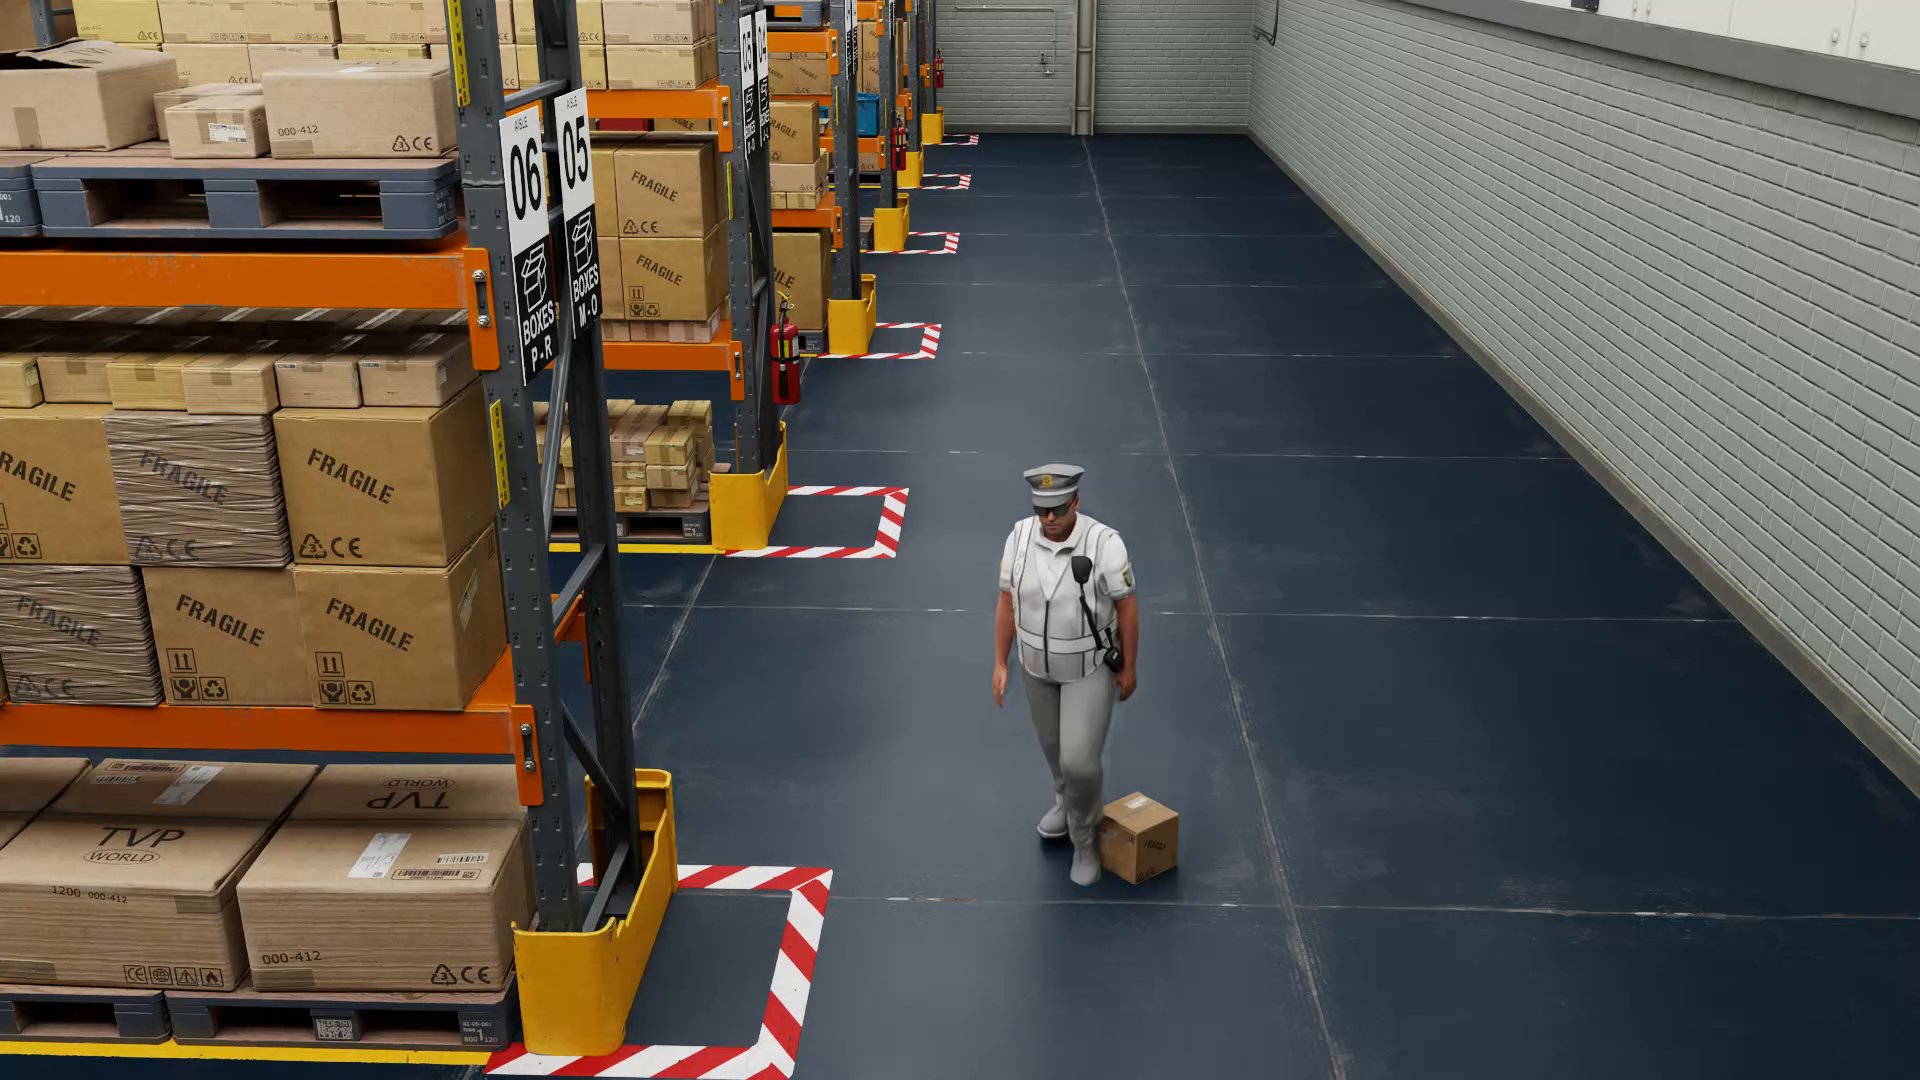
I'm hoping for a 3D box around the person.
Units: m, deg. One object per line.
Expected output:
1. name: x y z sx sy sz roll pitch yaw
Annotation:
1. person: 0.451 0.523 6.829 0.562 1.814 0.557 11 23 28
